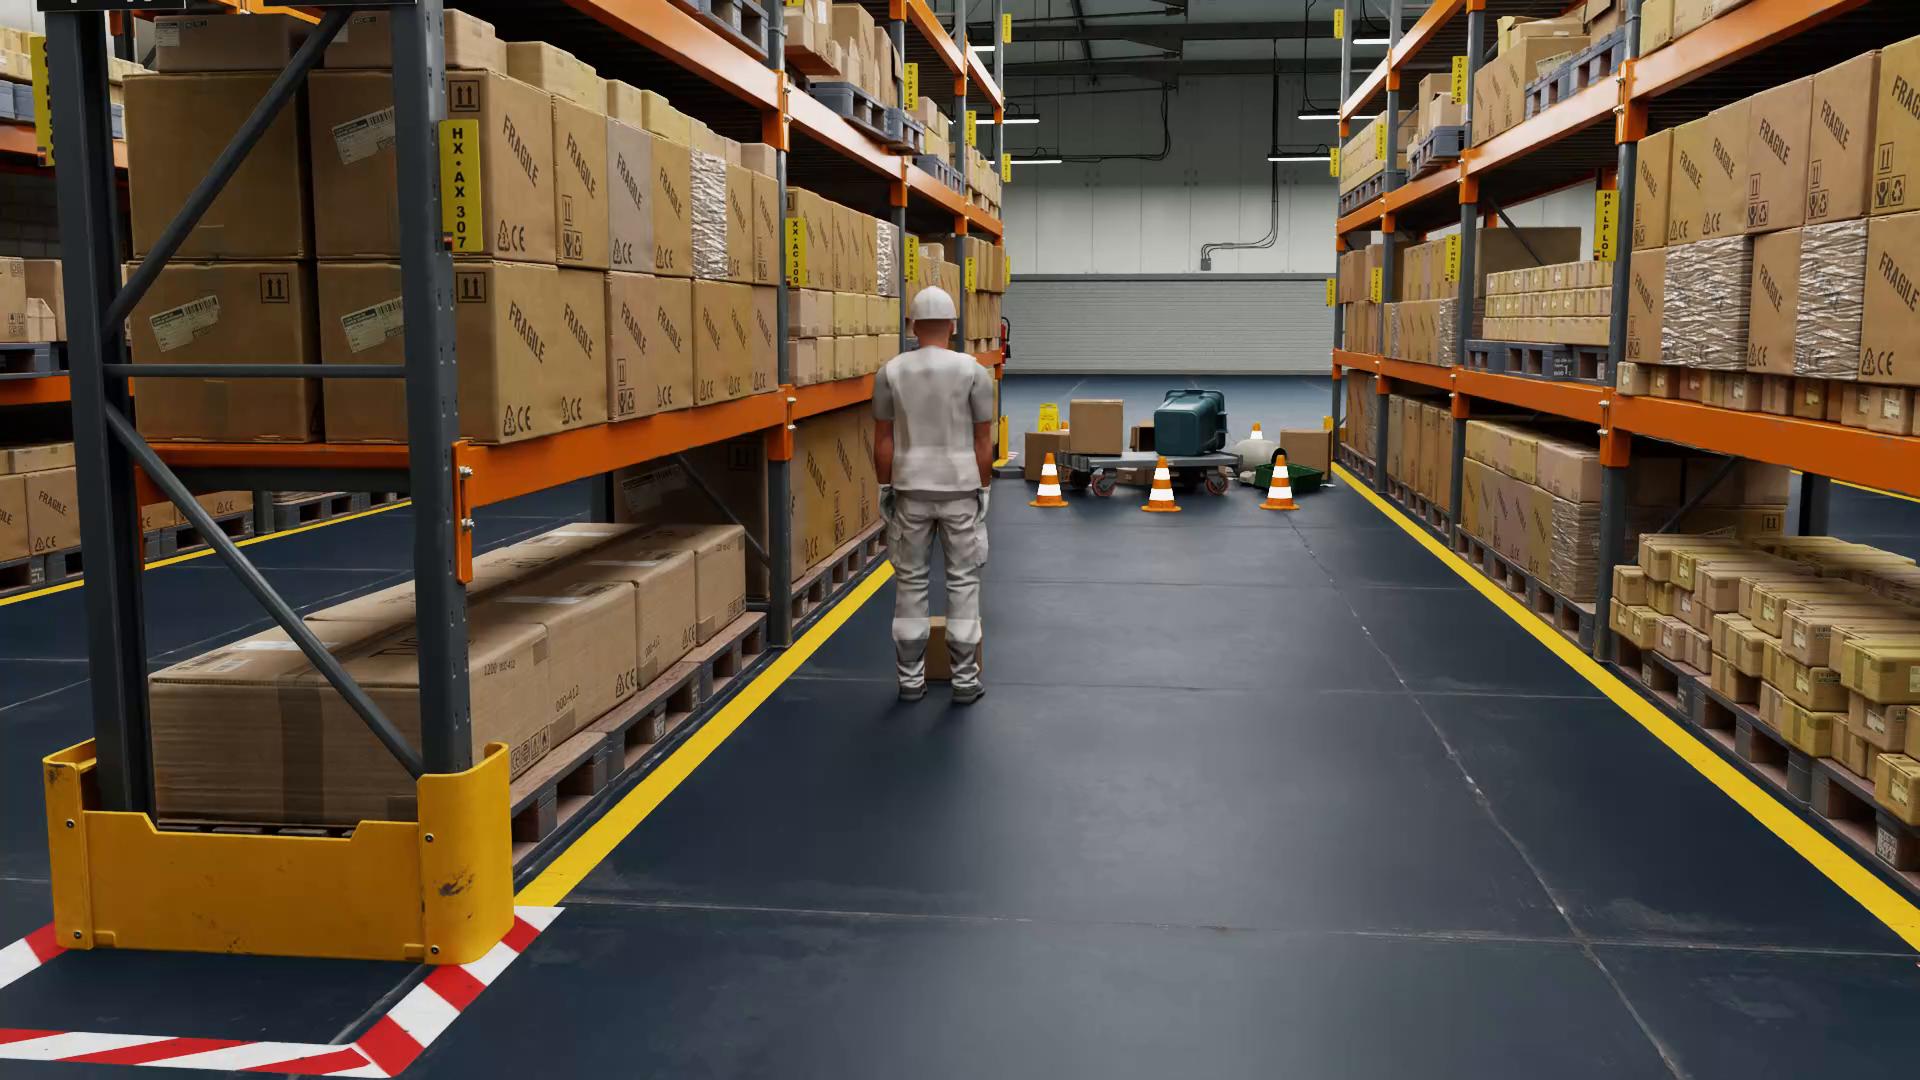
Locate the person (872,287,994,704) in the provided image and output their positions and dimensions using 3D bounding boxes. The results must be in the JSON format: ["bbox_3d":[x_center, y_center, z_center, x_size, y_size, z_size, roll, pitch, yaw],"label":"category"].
[{"bbox_3d":[-0.111,-0.194,7.191,0.526,1.782,0.342,1,8,7],"label":"person"}]
